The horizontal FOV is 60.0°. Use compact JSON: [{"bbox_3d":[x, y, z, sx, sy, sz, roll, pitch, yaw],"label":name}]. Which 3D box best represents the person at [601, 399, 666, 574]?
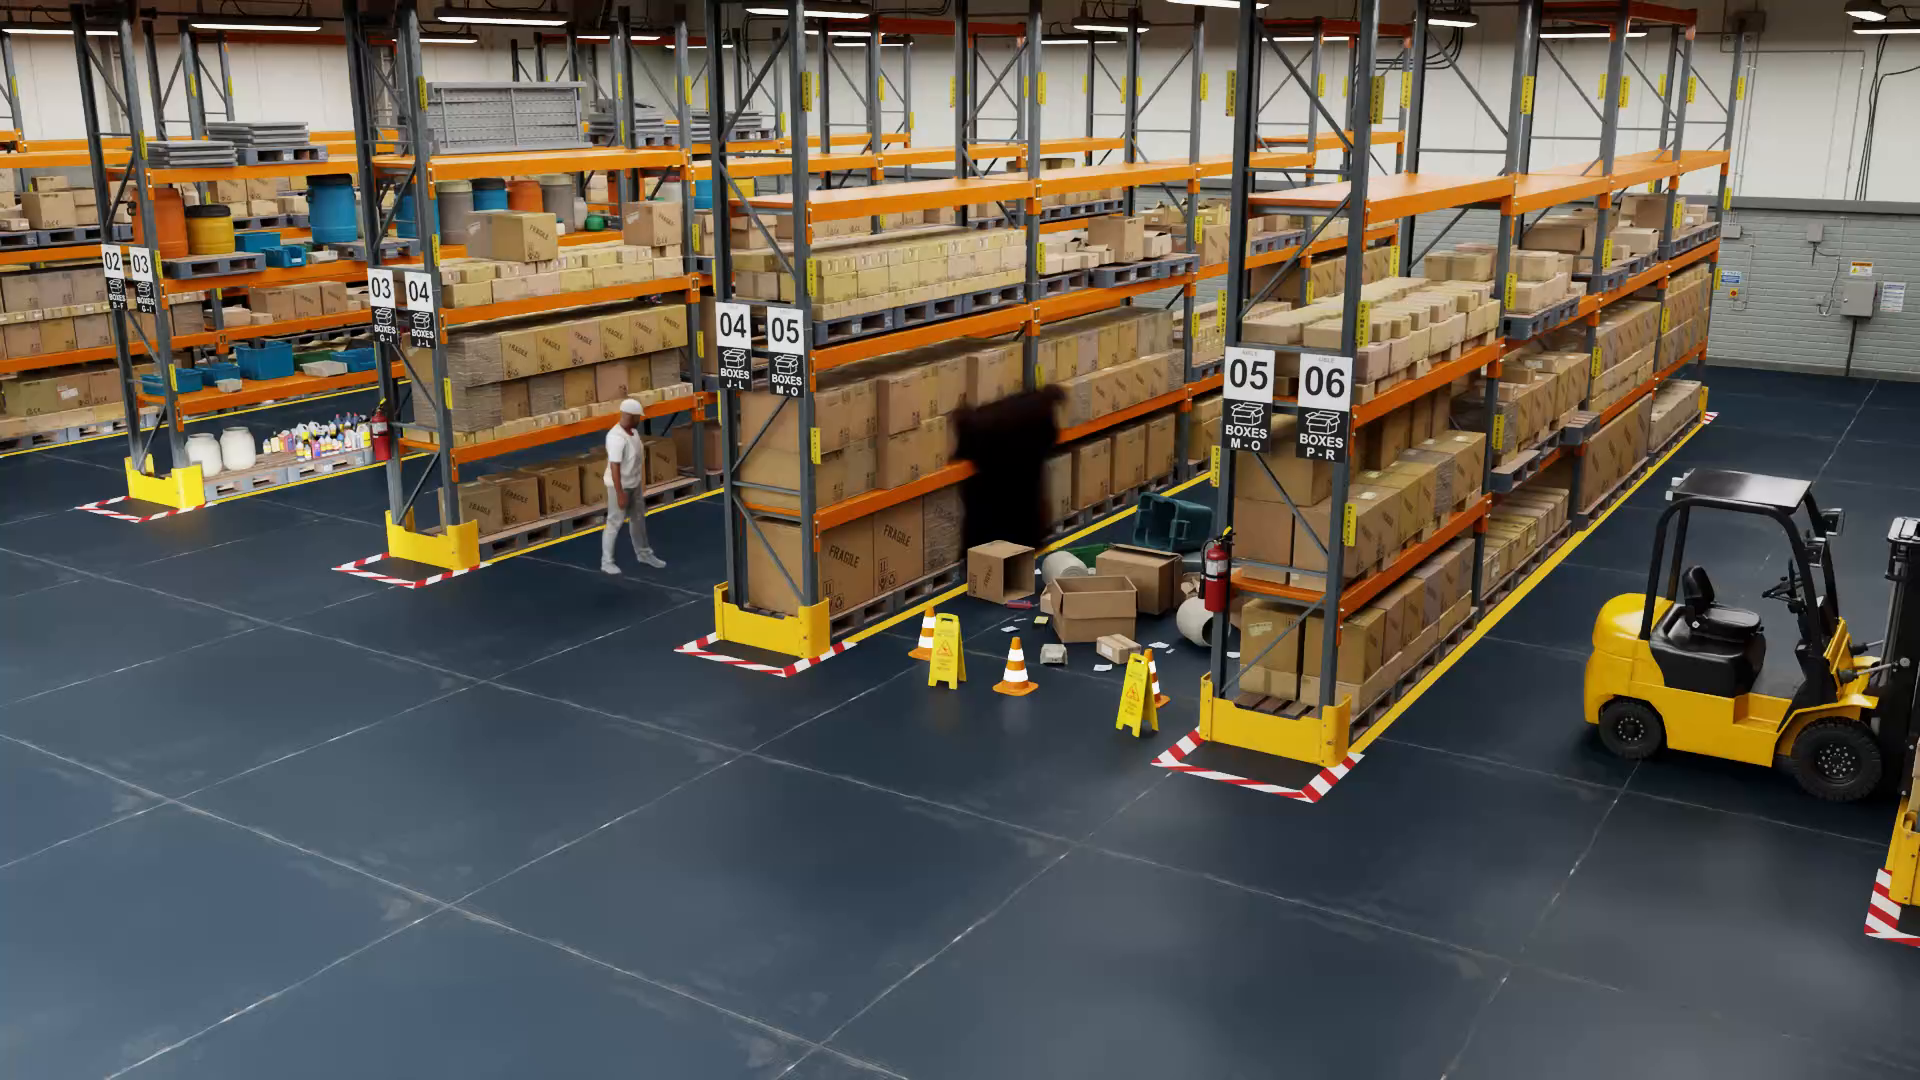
[{"bbox_3d":[-3.381,-0.534,16.823,0.485,1.815,0.706,5,16,17],"label":"person"}]
